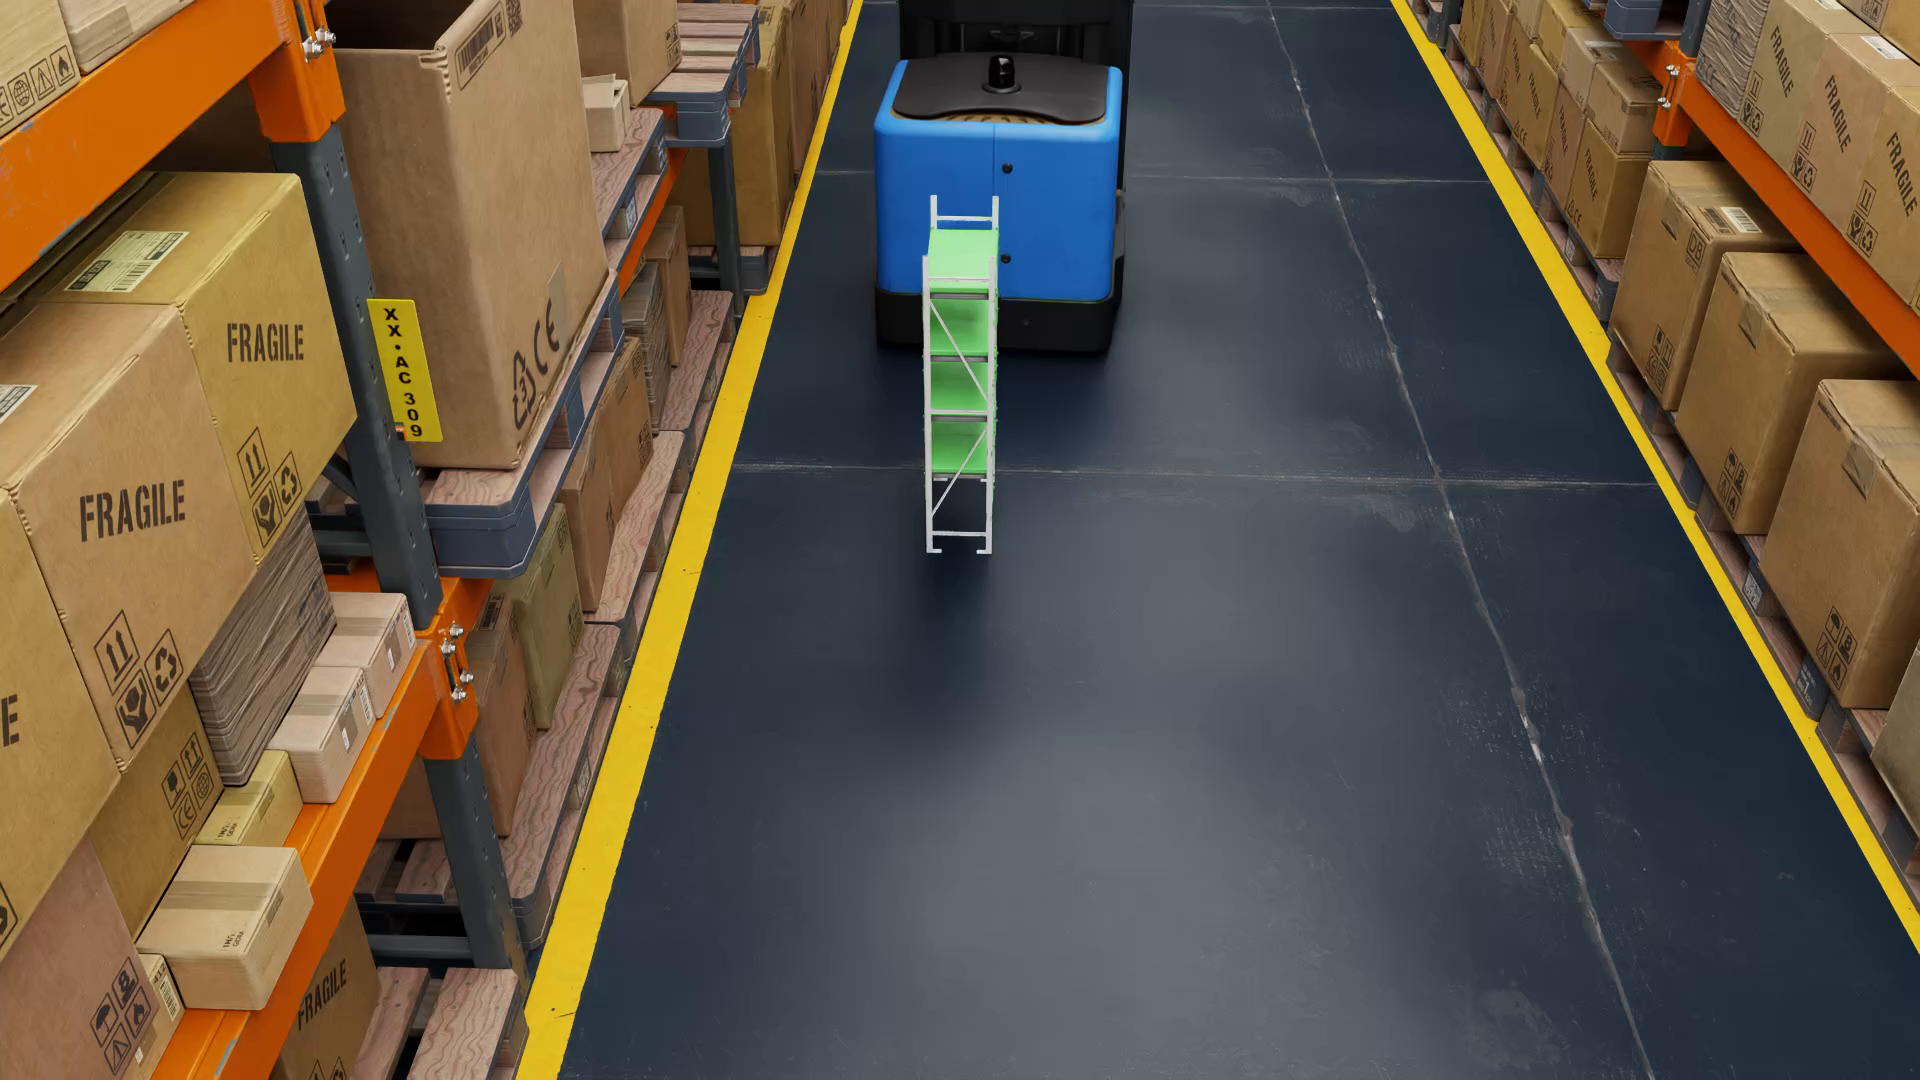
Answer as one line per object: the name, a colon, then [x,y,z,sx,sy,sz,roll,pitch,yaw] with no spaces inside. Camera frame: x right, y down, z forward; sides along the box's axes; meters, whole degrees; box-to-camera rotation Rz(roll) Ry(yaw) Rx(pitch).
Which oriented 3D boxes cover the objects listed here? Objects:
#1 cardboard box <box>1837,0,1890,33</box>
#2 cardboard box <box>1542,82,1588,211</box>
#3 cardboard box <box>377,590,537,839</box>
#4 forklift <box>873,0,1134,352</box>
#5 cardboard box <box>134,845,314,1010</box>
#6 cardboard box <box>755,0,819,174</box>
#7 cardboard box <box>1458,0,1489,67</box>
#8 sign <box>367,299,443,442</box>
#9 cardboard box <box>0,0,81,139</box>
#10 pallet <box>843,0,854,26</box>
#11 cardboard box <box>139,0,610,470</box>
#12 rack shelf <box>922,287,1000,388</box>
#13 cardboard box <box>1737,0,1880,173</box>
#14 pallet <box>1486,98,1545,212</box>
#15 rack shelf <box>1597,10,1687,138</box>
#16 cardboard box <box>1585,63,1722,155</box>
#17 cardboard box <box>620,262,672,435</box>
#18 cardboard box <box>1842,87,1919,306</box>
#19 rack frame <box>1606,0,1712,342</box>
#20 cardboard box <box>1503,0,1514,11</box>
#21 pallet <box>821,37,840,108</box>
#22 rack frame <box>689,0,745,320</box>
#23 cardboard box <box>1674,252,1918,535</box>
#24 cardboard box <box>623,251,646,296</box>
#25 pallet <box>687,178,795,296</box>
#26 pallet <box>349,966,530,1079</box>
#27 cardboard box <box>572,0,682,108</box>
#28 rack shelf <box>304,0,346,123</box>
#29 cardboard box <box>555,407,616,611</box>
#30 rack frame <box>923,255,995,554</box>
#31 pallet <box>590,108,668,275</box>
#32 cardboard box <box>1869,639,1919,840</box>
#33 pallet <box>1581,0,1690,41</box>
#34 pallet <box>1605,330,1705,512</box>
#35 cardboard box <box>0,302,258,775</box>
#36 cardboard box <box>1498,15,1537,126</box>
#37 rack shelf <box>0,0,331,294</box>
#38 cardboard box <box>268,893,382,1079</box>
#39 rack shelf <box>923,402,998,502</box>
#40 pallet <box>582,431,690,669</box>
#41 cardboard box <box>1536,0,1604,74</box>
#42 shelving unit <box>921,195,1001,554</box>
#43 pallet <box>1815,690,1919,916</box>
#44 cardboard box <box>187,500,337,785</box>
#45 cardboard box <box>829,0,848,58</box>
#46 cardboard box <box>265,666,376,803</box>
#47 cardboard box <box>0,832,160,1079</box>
cardboard box: [3.396,-2.021,5.561,0.700,0.500,0.500,1,35,1]
cardboard box: [3.233,-1.951,8.226,0.500,0.500,0.500,3,35,4]
cardboard box: [-1.624,0.496,4.726,0.700,0.500,0.500,-1,35,-2]
forklift: [0.286,-2.857,7.766,1.130,2.935,3.031,3,35,5]
cardboard box: [-1.373,0.671,2.905,0.380,0.149,0.250,1,35,2]
cardboard box: [-1.417,-2.503,8.685,1.225,0.875,0.875,1,35,2]
cardboard box: [3.309,-3.148,9.930,0.500,0.500,0.500,3,35,4]
sign: [-1.127,-0.340,3.372,0.100,0.325,0.005,1,35,2]
cardboard box: [-1.459,-0.592,2.006,0.500,0.250,0.500,2,35,3]
pallet: [-1.240,-3.884,11.594,1.003,0.211,1.213,1,35,2]
cardboard box: [-1.498,-0.865,3.984,1.000,1.000,1.000,2,35,2]
rack shelf: [0.007,-0.730,5.939,0.258,0.148,0.480,1,35,2]
cardboard box: [3.137,-1.617,5.855,0.500,0.500,0.500,1,35,1]
pallet: [3.527,-2.127,9.092,1.003,0.211,1.213,1,35,2]
rack shelf: [3.523,-2.974,8.499,1.077,0.370,4.000,1,35,2]
cardboard box: [3.208,-1.974,7.607,0.500,0.250,0.500,1,35,1]
cardboard box: [-1.526,-0.745,6.493,0.700,0.500,0.500,-1,35,-2]
cardboard box: [3.095,-1.041,5.035,0.500,0.500,0.500,1,35,1]
rack frame: [3.443,-2.120,6.657,1.000,3.000,0.127,1,35,2]
cardboard box: [3.291,-3.149,9.279,0.500,0.250,0.500,2,35,3]
pallet: [-1.304,-3.004,10.341,1.003,0.211,1.213,1,35,2]
rack frame: [-1.509,-2.292,6.903,1.000,3.000,0.127,1,35,2]
cardboard box: [3.297,-0.521,5.974,1.050,0.750,0.750,2,35,3]
cardboard box: [-1.517,-1.066,6.297,0.500,0.250,0.500,5,35,7]
pallet: [-1.402,-1.603,8.347,1.003,0.211,1.213,1,35,2]
pallet: [-1.661,1.534,3.884,1.003,0.211,1.213,1,35,2]
cardboard box: [-1.413,-1.871,5.851,0.700,0.500,0.500,6,36,9]
rack shelf: [-1.589,-2.076,4.612,1.077,0.370,4.000,1,35,2]
cardboard box: [-1.564,-0.099,5.573,0.700,0.500,0.500,-2,35,-2]
rack frame: [-0.003,-0.446,5.841,0.240,1.200,0.015,1,35,2]
pallet: [-1.548,-1.075,5.338,1.003,0.211,1.213,1,35,2]
cardboard box: [3.217,0.568,4.424,1.050,0.750,0.750,1,35,2]
pallet: [3.365,-2.453,7.298,1.213,0.211,1.003,1,35,2]
pallet: [3.336,-0.527,6.817,1.003,0.211,1.213,1,35,2]
cardboard box: [-1.432,-0.014,2.445,0.500,0.500,0.500,1,35,2]
cardboard box: [3.282,-2.543,9.069,0.500,0.500,0.500,2,35,3]
rack shelf: [-1.750,0.222,1.342,1.077,0.370,4.000,1,35,2]
cardboard box: [-1.726,1.086,3.905,0.500,0.500,0.500,0,35,0]
rack shelf: [0.007,-0.337,6.215,0.258,0.148,0.480,1,35,2]
pallet: [-1.594,-0.003,6.071,1.003,0.211,1.213,1,35,2]
cardboard box: [3.254,-2.556,8.435,0.500,0.250,0.500,2,35,3]
shelving unit: [0.007,-0.586,6.040,0.258,1.200,0.503,1,35,2]
pallet: [3.238,0.874,4.822,1.003,0.211,1.213,1,35,2]
cardboard box: [-1.750,0.100,3.153,0.875,0.500,0.500,1,35,2]
cardboard box: [-1.354,-3.525,10.139,1.225,0.875,0.875,1,35,2]
cardboard box: [-1.404,0.382,3.316,0.380,0.149,0.250,1,35,2]
cardboard box: [-1.724,0.677,2.333,0.875,0.500,0.500,1,35,2]
